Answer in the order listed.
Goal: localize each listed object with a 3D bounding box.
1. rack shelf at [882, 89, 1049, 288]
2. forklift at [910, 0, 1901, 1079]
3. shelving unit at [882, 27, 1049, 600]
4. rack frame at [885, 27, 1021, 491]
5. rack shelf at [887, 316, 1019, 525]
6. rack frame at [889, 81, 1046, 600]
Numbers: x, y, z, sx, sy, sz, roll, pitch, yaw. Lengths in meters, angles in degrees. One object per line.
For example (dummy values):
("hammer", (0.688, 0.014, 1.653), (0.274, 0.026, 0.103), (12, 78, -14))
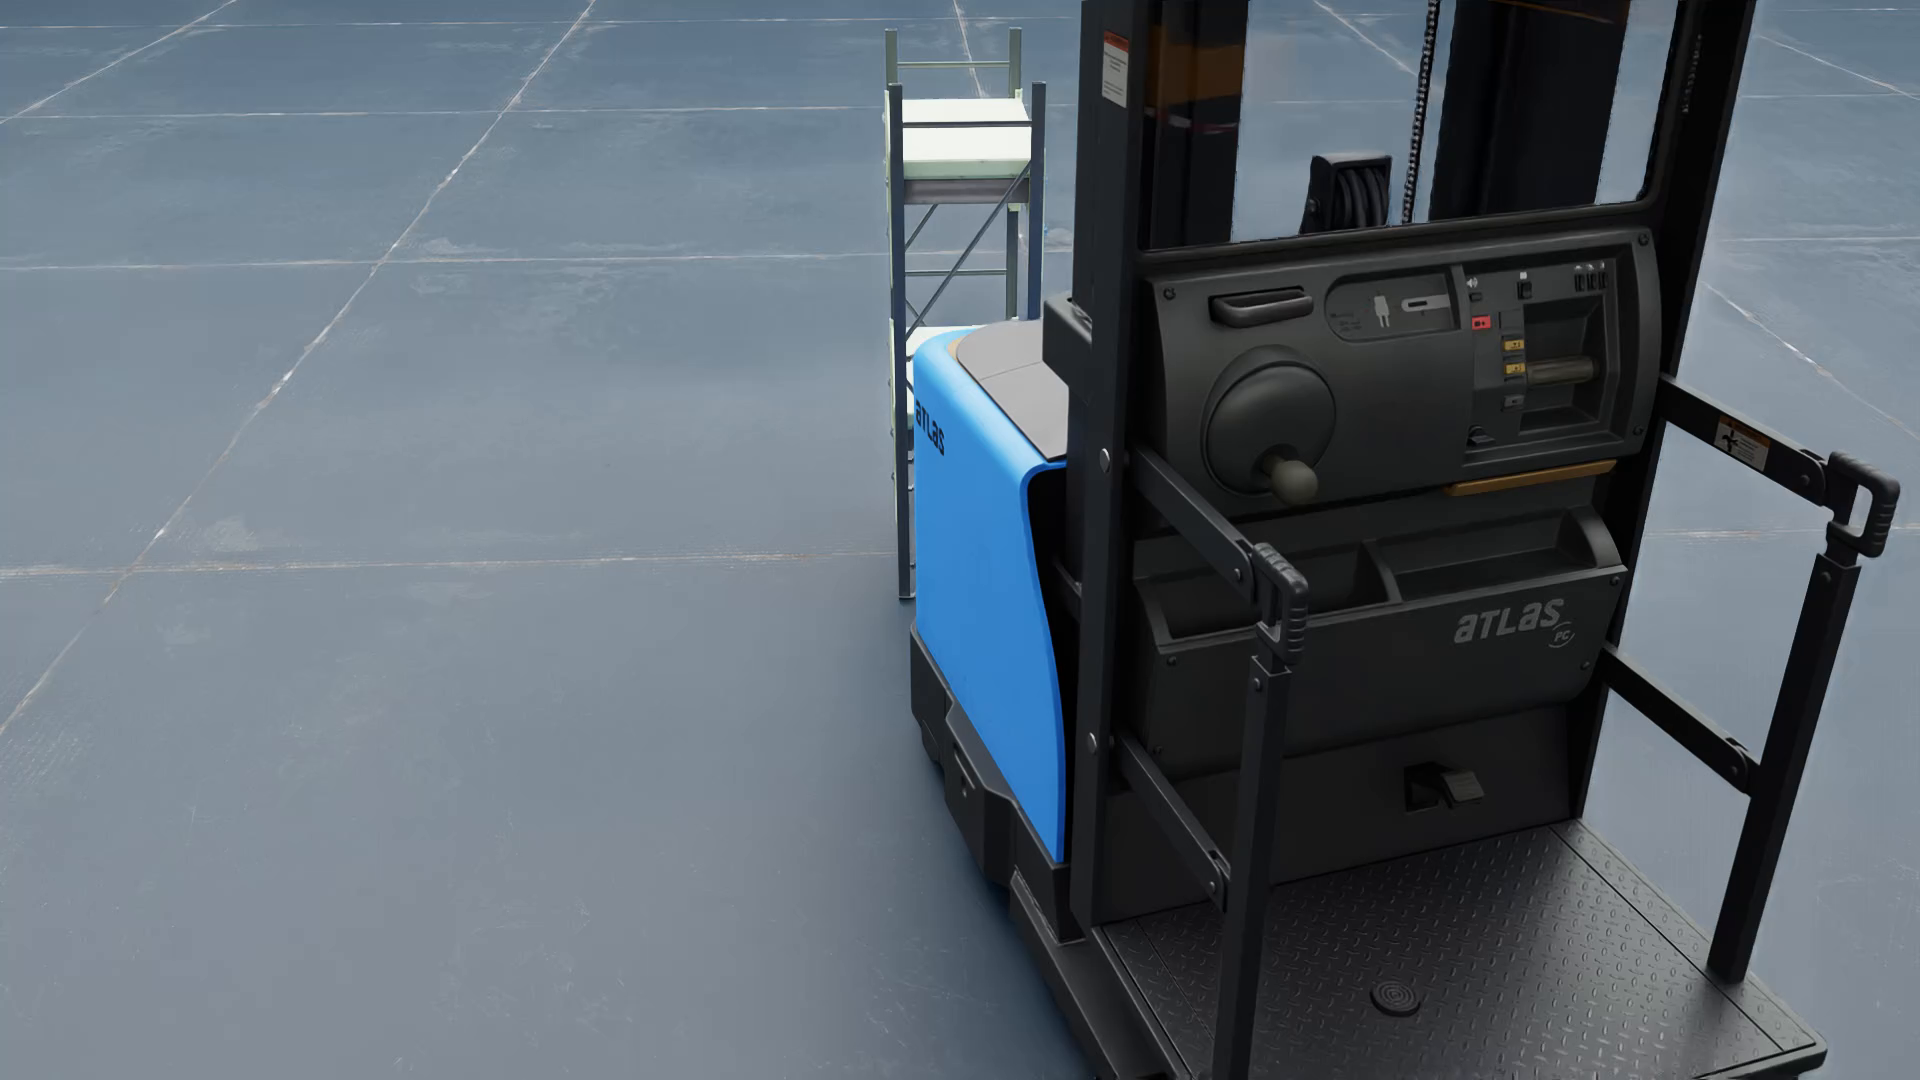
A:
("rack shelf", (0.000, -1.014, 4.729), (0.431, 0.370, 0.720), (-1, 28, -3))
("forklift", (0.820, -0.250, 2.559), (1.130, 2.935, 3.031), (-9, 29, -16))
("shelving unit", (0.000, -0.668, 4.909), (0.431, 1.500, 0.755), (-1, 28, -3))
("rack frame", (-0.019, -0.837, 5.233), (0.400, 1.500, 0.023), (-1, 28, -3))
("rack shelf", (0.000, -0.379, 5.060), (0.431, 0.370, 0.720), (-1, 28, -3))
("rack frame", (0.019, -0.499, 4.585), (0.400, 1.500, 0.023), (-1, 28, -3))
